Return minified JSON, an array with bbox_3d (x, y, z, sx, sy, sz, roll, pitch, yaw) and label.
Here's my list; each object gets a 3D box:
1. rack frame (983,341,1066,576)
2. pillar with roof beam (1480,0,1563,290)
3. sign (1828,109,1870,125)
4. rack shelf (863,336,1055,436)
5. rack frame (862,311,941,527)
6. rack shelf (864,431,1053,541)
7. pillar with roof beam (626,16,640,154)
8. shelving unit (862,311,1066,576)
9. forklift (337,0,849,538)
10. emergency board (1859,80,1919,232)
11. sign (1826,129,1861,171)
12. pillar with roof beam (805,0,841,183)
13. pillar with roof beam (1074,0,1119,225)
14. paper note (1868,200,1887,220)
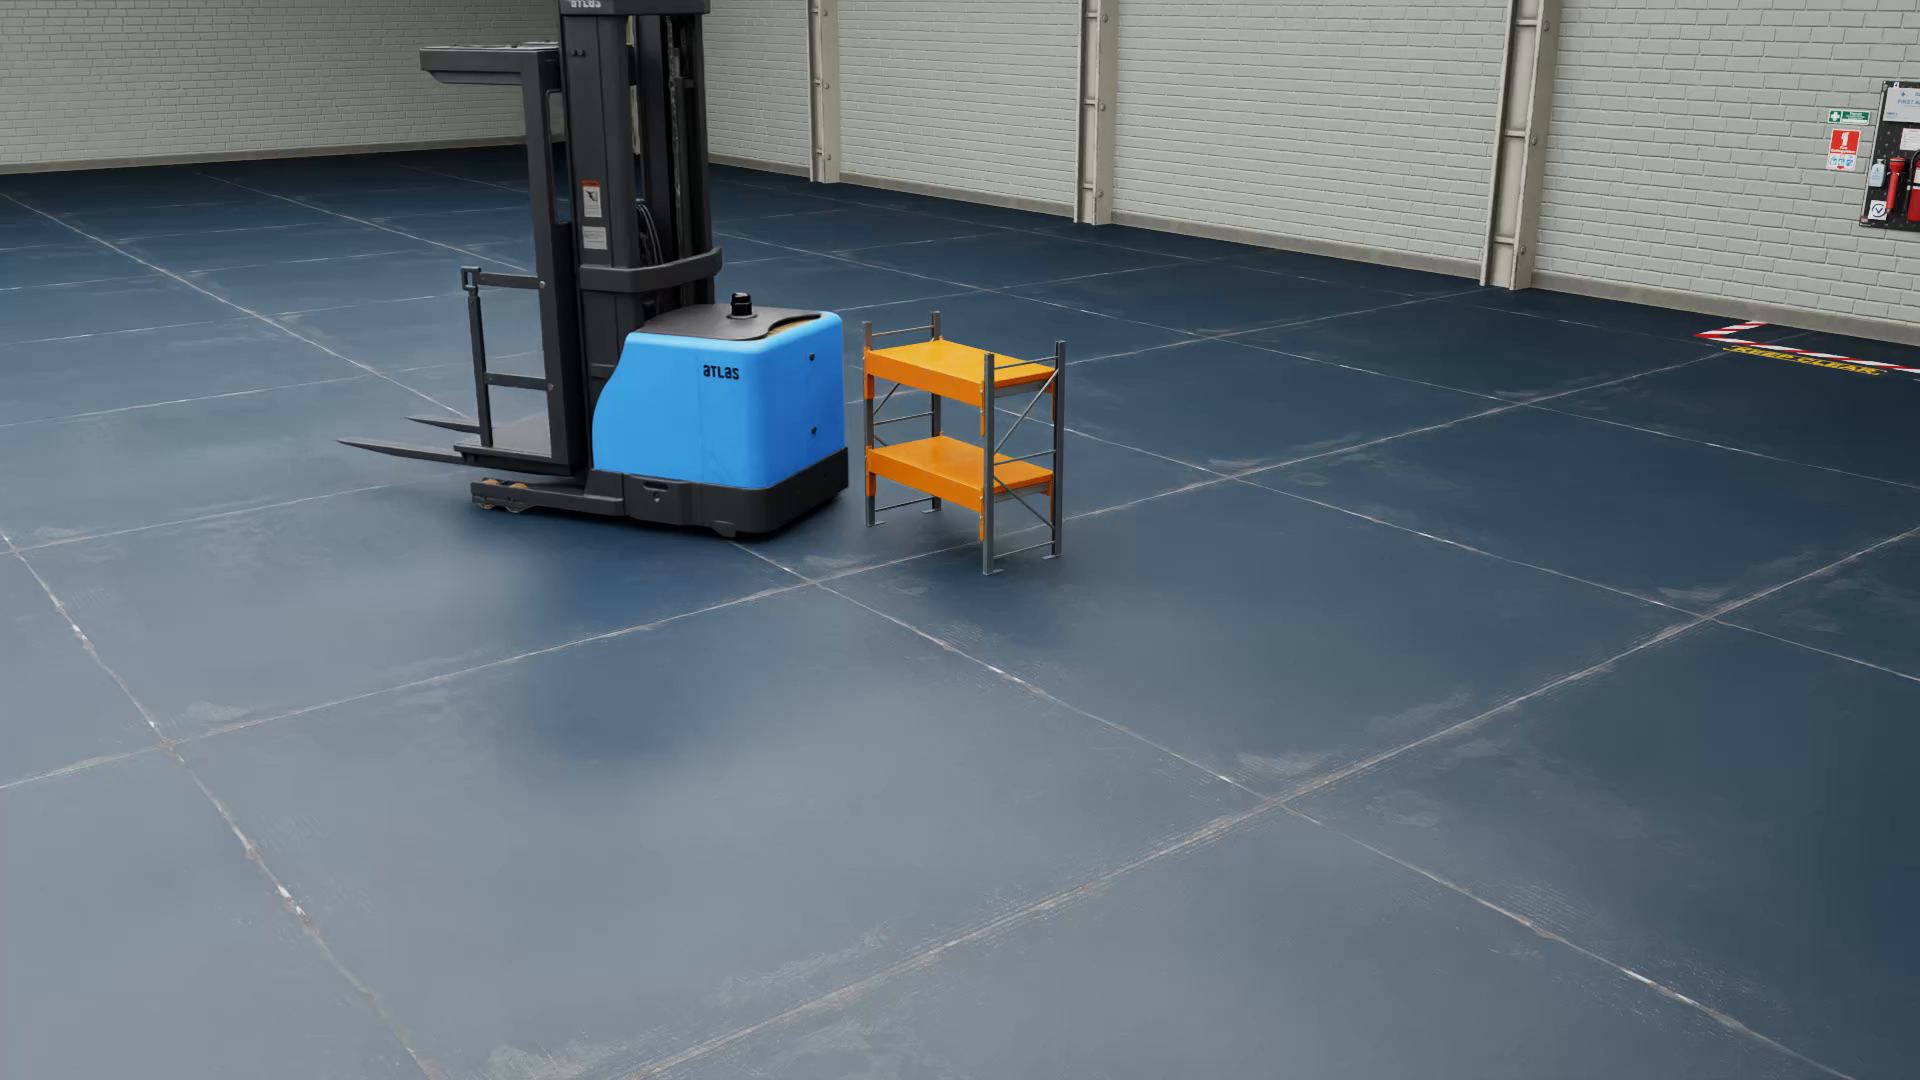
[{"bbox_3d":[0.320,-0.407,8.302,0.500,1.125,0.032,-14,23,-36],"label":"rack frame"},{"bbox_3d":[2.026,-5.948,12.509,9.100,9.000,0.400,-14,23,-36],"label":"pillar with roof beam"},{"bbox_3d":[7.355,-3.500,13.761,0.001,0.109,0.331,-14,23,-36],"label":"sign"},{"bbox_3d":[0.004,-0.810,8.589,0.538,0.278,1.000,-14,23,-36],"label":"rack shelf"},{"bbox_3d":[-0.311,-0.658,9.059,0.500,1.125,0.032,-14,23,-36],"label":"rack frame"},{"bbox_3d":[0.004,-0.300,8.758,0.538,0.278,1.000,-14,23,-36],"label":"rack shelf"},{"bbox_3d":[-9.150,-10.383,25.904,9.100,9.000,0.400,-14,23,-36],"label":"pillar with roof beam"},{"bbox_3d":[0.004,-0.532,8.681,0.538,1.125,1.048,-14,23,-36],"label":"shelving unit"},{"bbox_3d":[-2.207,-1.686,9.290,3.031,2.935,1.130,8,20,22],"label":"forklift"},{"bbox_3d":[7.622,-3.078,13.386,0.194,1.169,0.643,-14,23,-36],"label":"emergency board"},{"bbox_3d":[7.359,-3.251,13.853,0.001,0.329,0.234,-14,23,-36],"label":"sign"},{"bbox_3d":[-5.424,-8.905,21.439,9.100,9.000,0.400,-14,23,-36],"label":"pillar with roof beam"},{"bbox_3d":[-1.699,-7.426,16.974,9.100,9.000,0.400,-14,23,-36],"label":"pillar with roof beam"},{"bbox_3d":[7.566,-2.717,13.697,0.016,0.148,0.142,-14,23,-36],"label":"paper note"}]
